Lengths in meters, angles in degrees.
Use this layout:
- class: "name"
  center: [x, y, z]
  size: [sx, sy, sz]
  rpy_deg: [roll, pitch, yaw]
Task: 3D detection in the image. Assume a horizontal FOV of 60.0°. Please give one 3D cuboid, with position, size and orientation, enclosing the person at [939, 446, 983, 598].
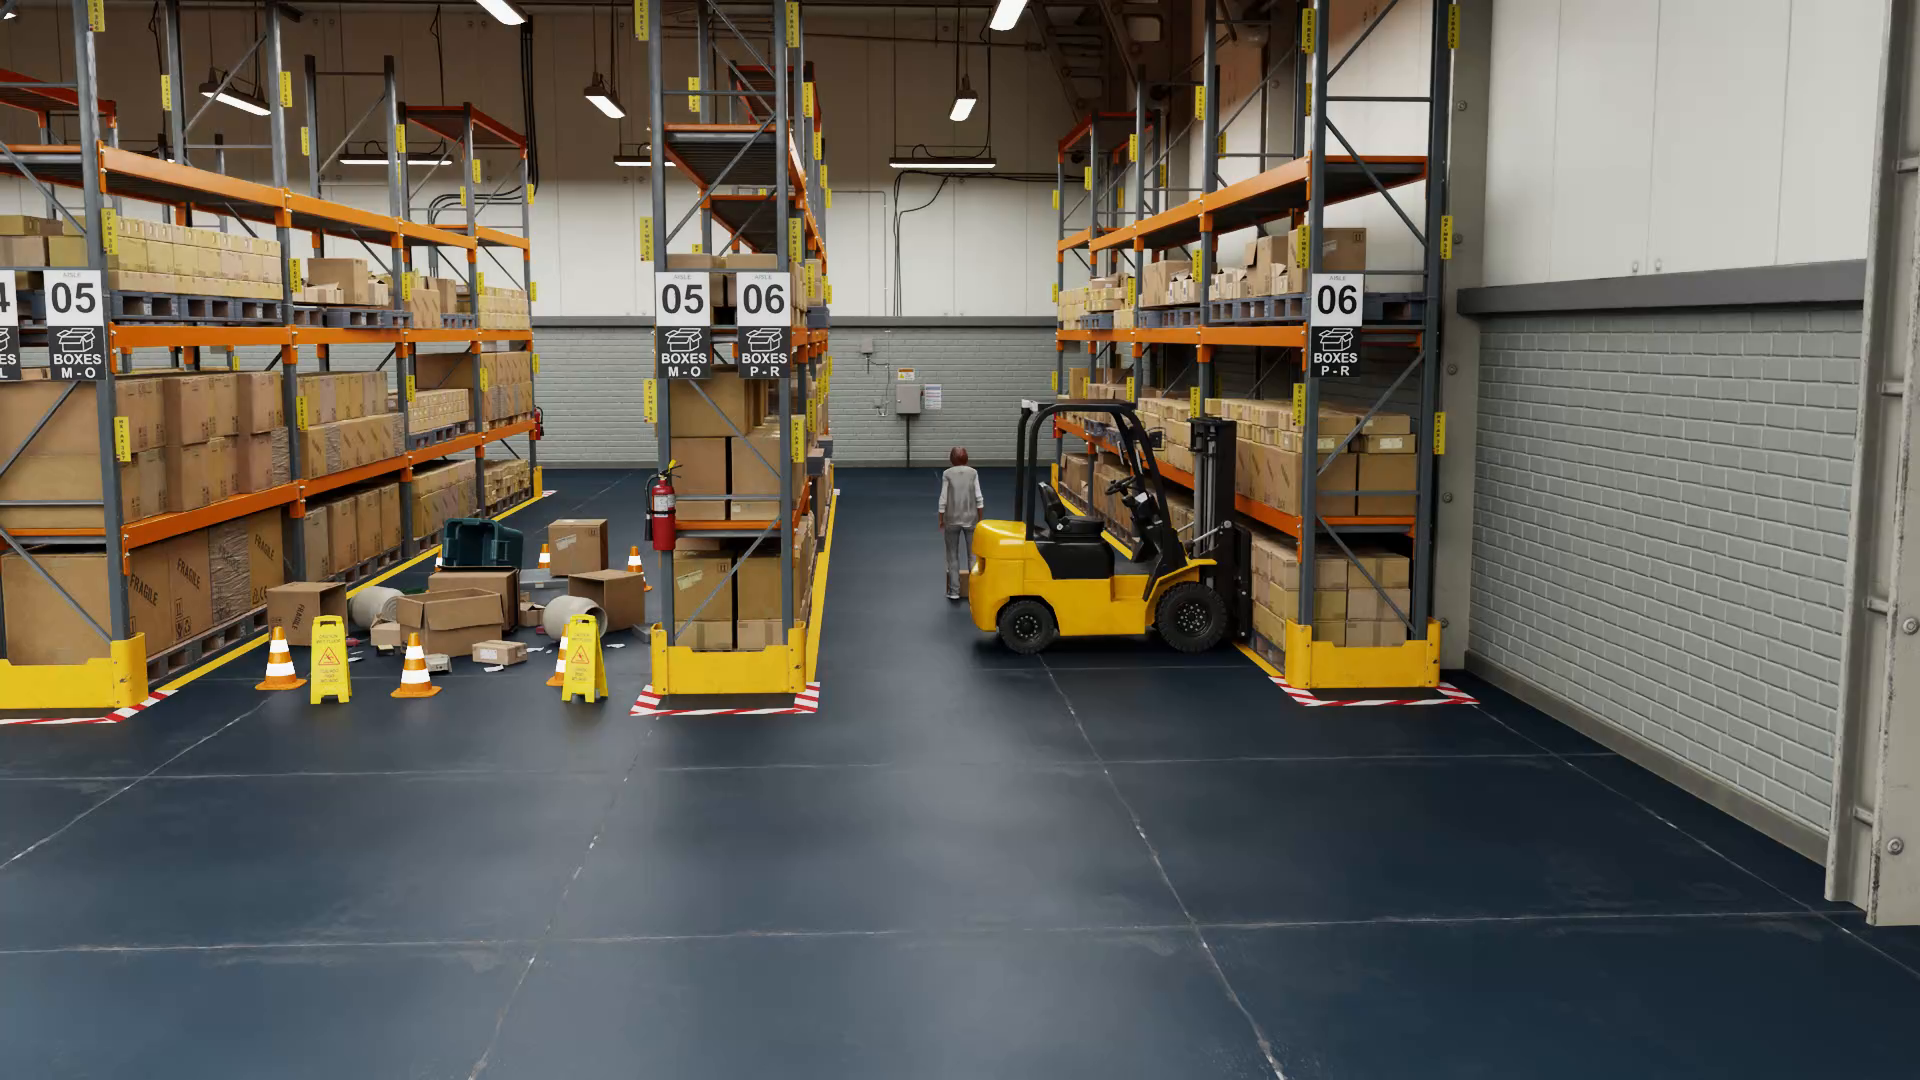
- class: "person"
  center: [0.014, -0.179, 17.245]
  size: [0.476, 1.593, 0.367]
  rpy_deg: [-1, 7, -5]
